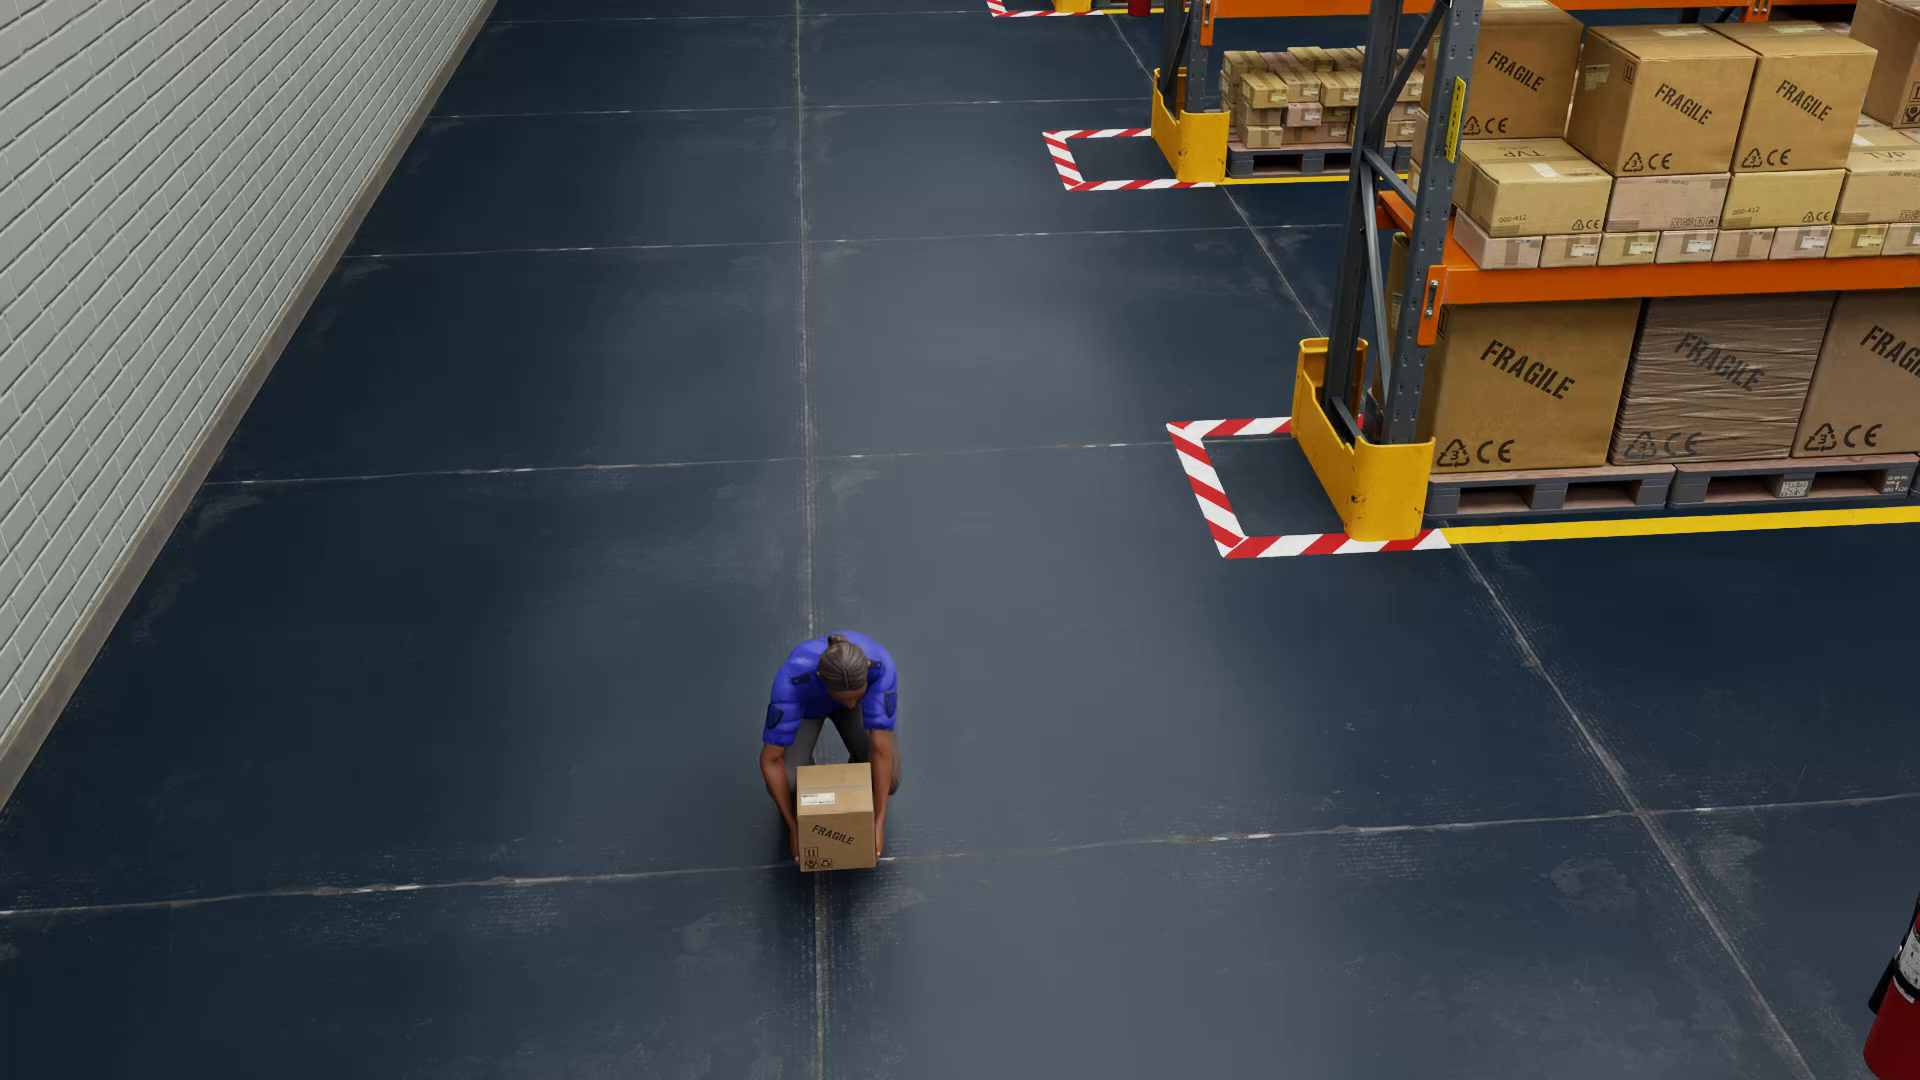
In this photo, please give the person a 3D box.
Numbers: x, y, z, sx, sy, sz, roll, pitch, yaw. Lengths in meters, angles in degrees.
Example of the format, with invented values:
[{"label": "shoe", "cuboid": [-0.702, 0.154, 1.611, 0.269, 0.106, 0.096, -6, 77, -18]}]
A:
[{"label": "person", "cuboid": [-0.454, 0.647, 5.797, 0.488, 0.924, 0.825, -3, 31, -5]}]
